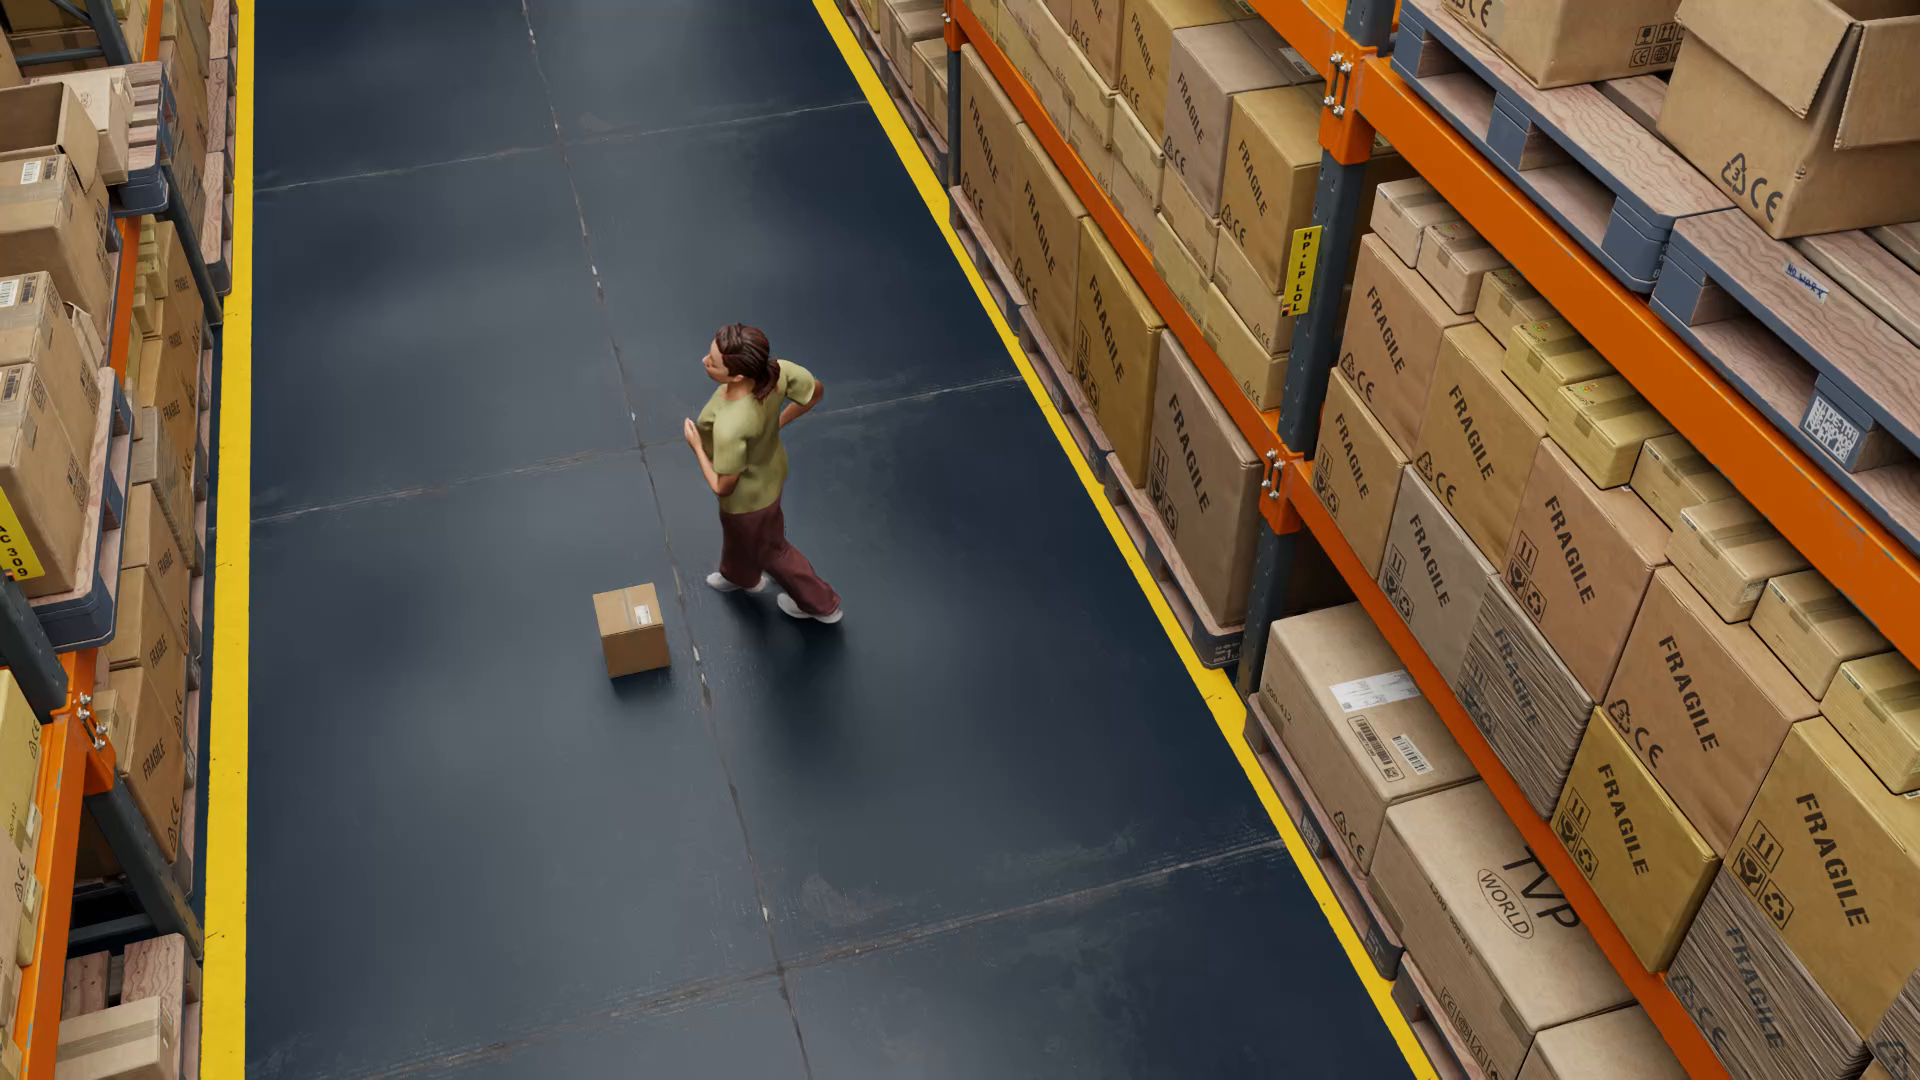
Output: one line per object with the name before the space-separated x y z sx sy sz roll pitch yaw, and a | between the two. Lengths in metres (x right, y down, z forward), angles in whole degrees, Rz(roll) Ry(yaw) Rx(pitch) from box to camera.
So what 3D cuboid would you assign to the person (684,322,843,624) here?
person | -0.842 -0.197 6.396 0.665 1.687 0.653 9 43 10
